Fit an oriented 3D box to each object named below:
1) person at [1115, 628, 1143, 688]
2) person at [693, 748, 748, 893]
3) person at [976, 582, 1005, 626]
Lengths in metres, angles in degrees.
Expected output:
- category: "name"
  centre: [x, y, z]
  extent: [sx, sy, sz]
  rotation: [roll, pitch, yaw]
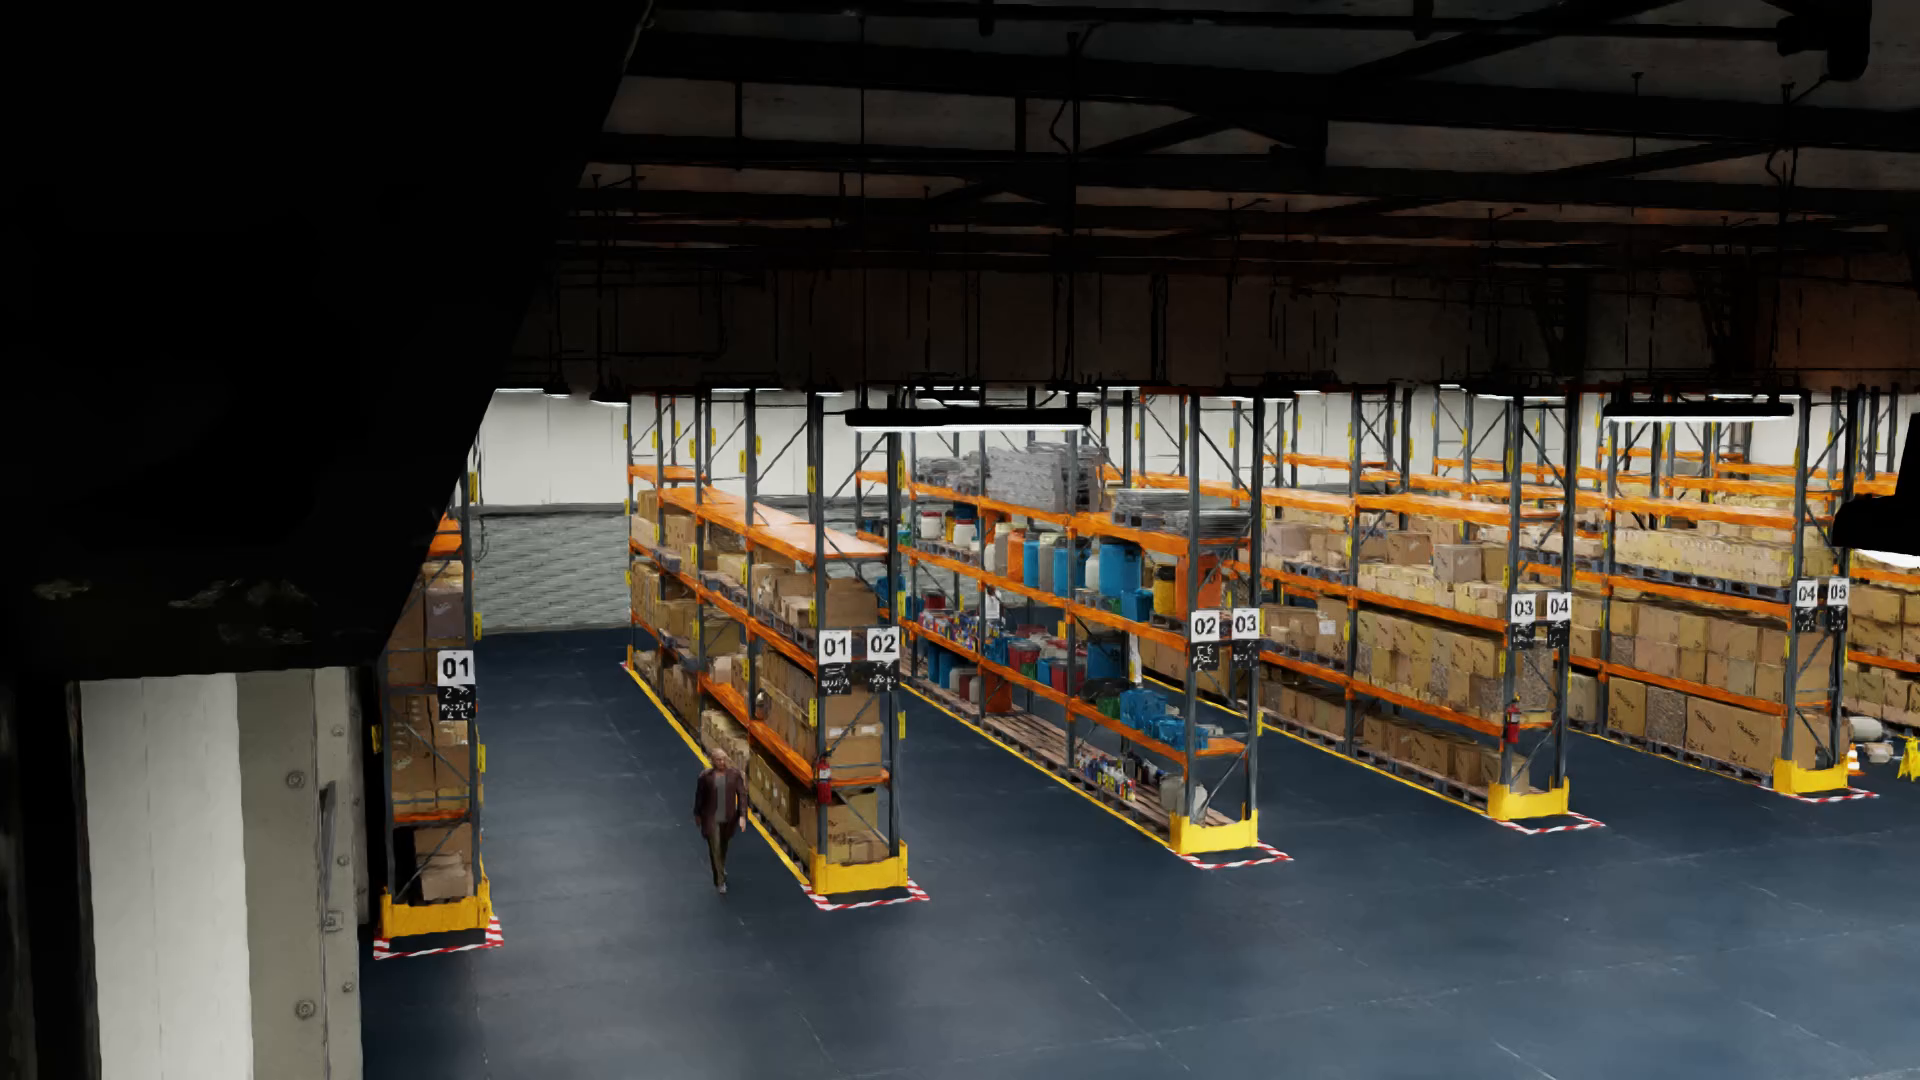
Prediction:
- category: "person"
  centre: [3.271, 2.140, 32.241]
  extent: [0.553, 1.709, 1.123]
  rotation: [-2, 6, -17]
- category: "person"
  centre: [-2.911, 3.375, 20.301]
  extent: [0.603, 1.724, 1.111]
  rotation: [-2, 6, -20]
- category: "person"
  centre: [0.684, 1.705, 36.482]
  extent: [0.577, 1.733, 1.042]
  rotation: [-2, 6, -20]
